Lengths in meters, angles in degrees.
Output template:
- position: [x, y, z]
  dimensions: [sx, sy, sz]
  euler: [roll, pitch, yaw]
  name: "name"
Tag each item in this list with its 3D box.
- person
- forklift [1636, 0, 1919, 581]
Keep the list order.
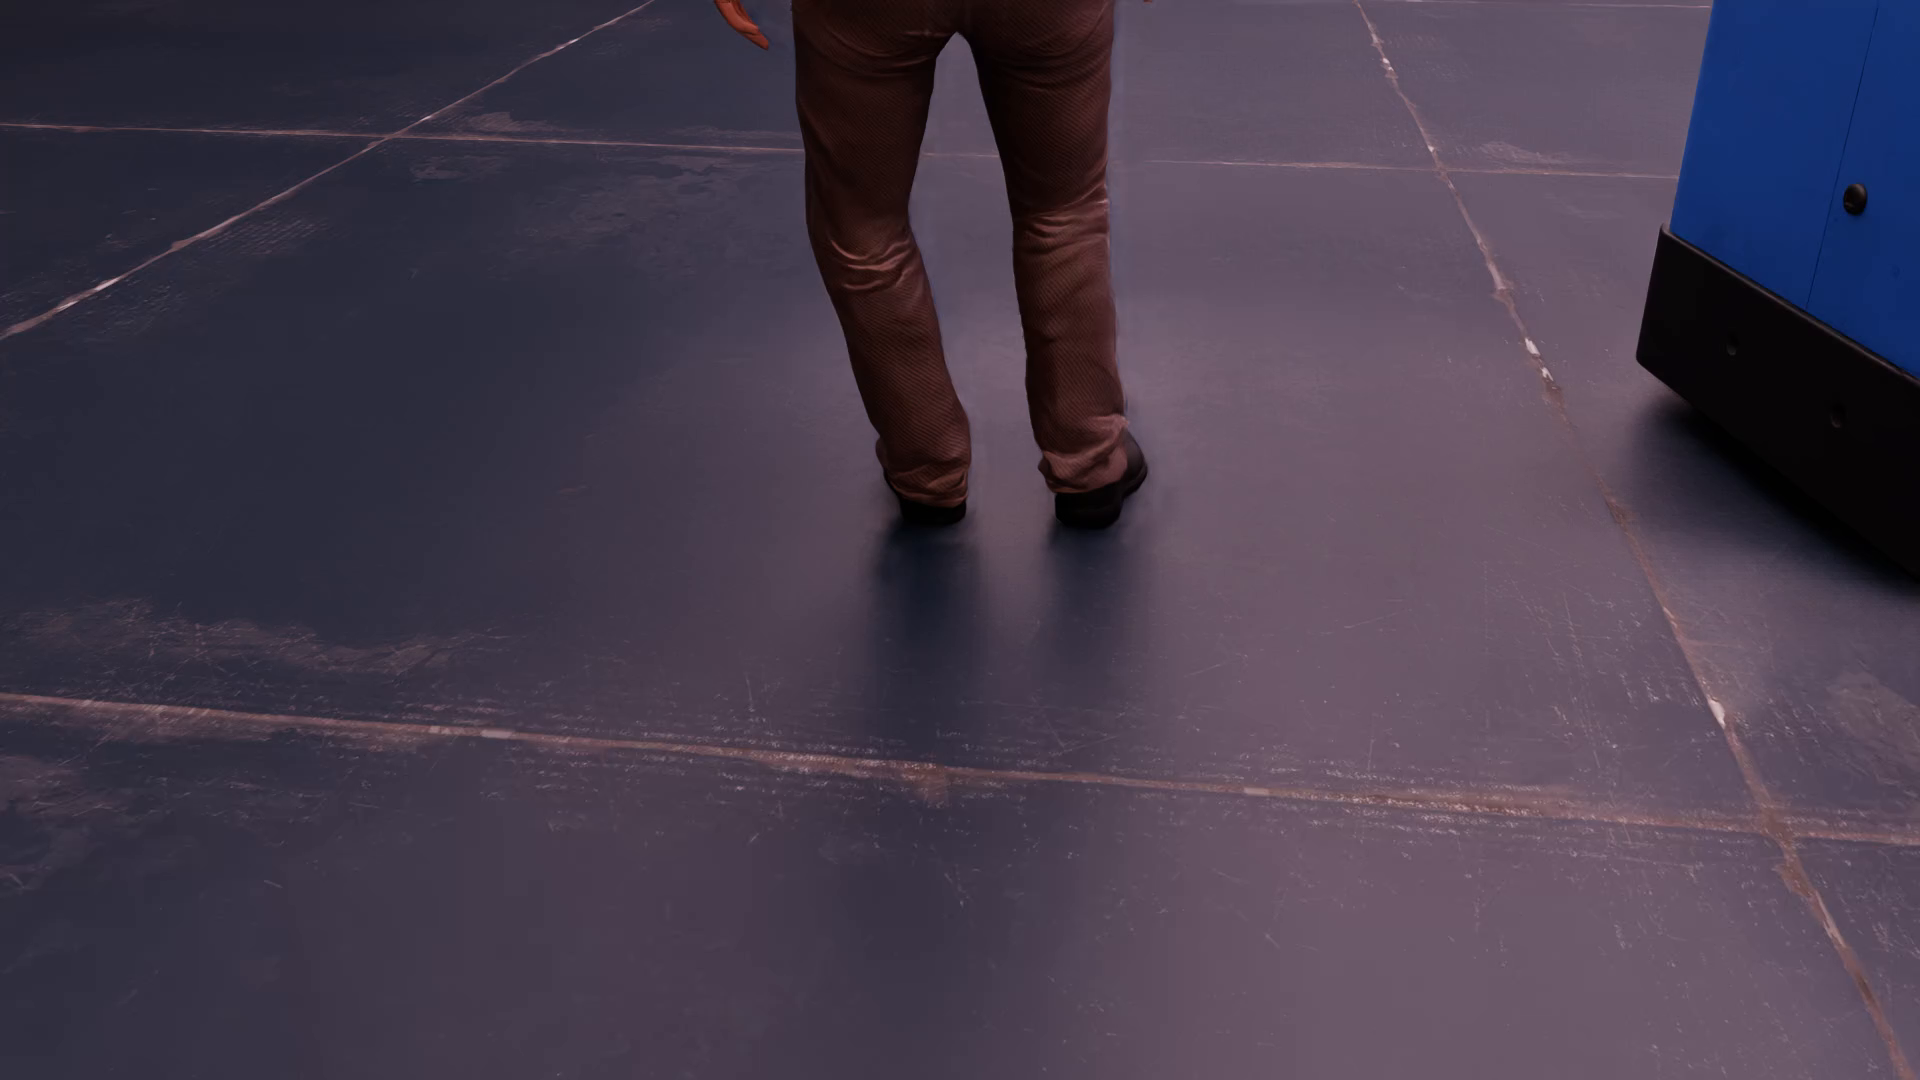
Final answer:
- position: [-0.009, -0.793, 2.212]
  dimensions: [0.712, 1.711, 0.504]
  euler: [-4, 27, -7]
  name: "person"
- position: [2.758, -1.430, 2.084]
  dimensions: [3.031, 2.935, 1.130]
  euler: [-2, 27, -5]
  name: "forklift"
